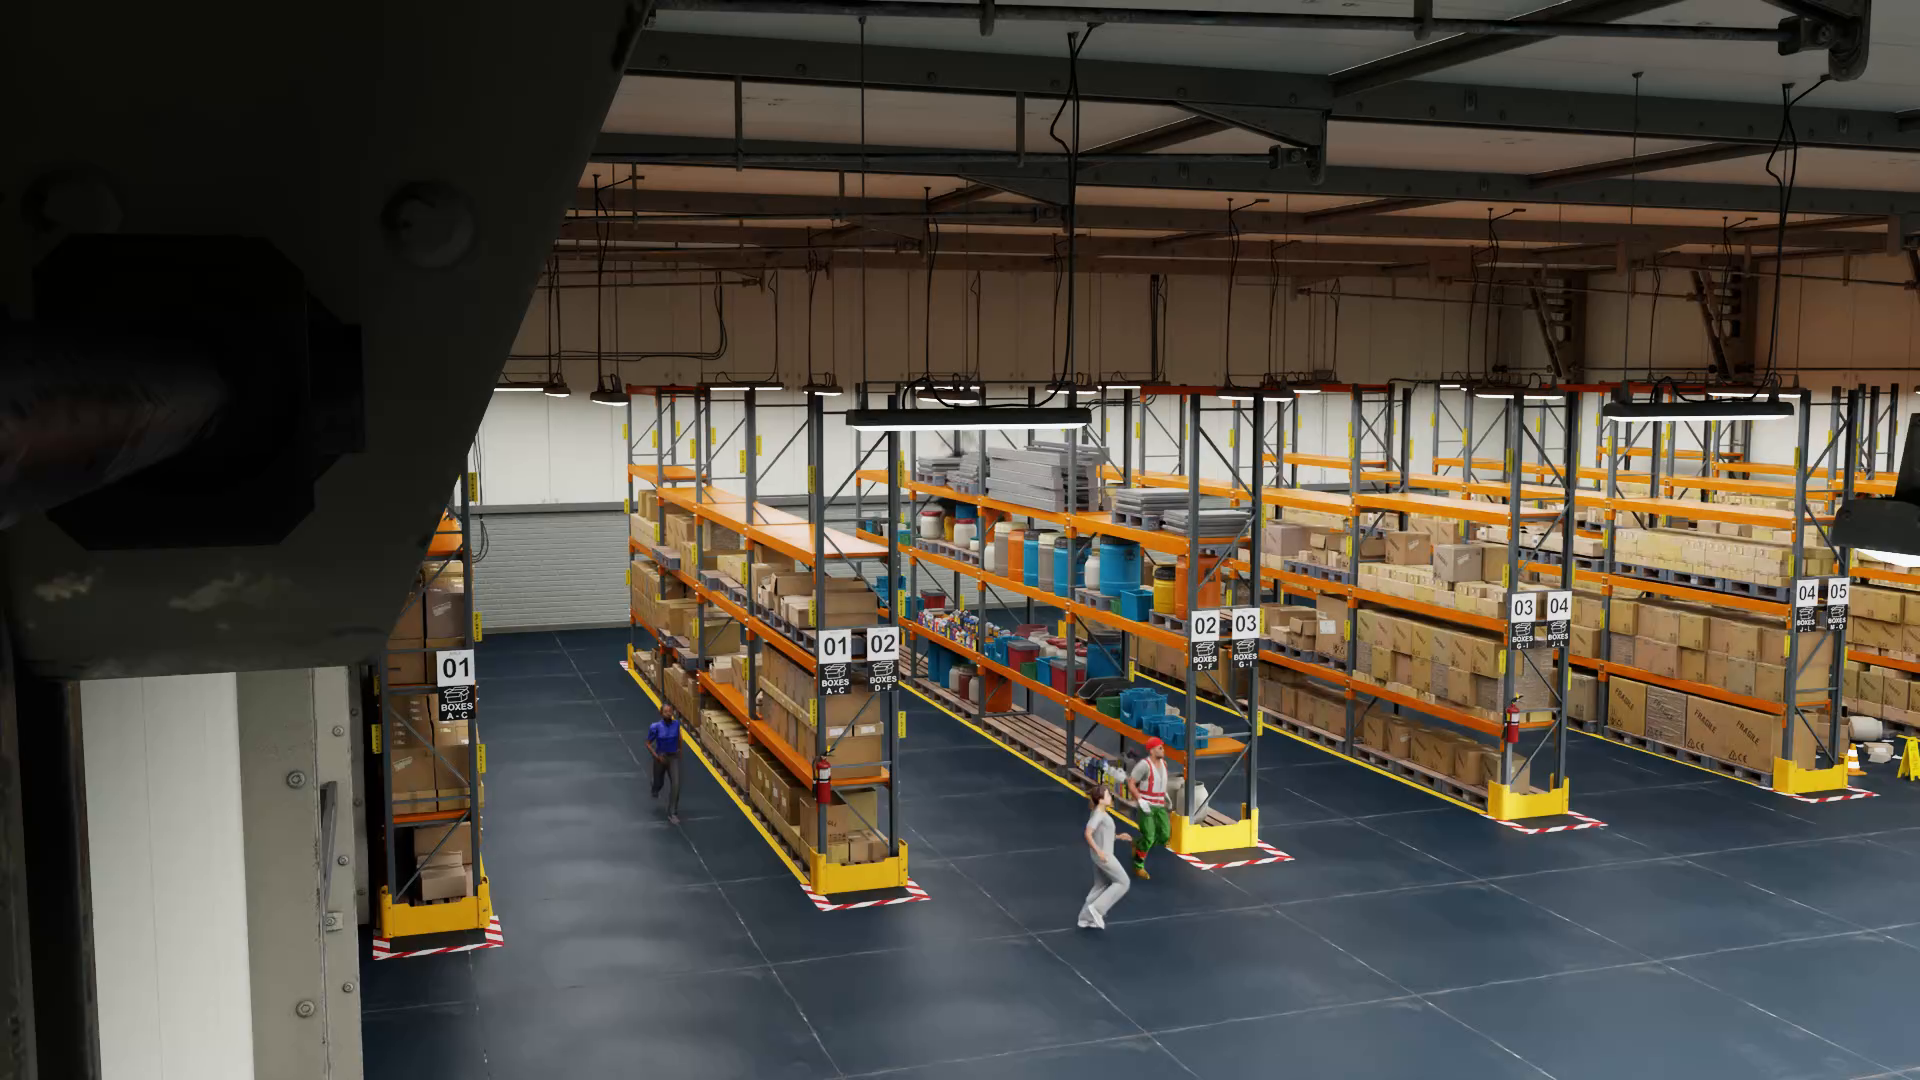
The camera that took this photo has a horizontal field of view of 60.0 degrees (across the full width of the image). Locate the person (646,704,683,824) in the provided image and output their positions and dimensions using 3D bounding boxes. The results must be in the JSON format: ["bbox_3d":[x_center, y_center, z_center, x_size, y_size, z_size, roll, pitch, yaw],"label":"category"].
[{"bbox_3d":[-4.161,3.126,23.515,0.557,1.643,0.960,-2,6,-22],"label":"person"}]

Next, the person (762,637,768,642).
[{"bbox_3d":[-3.877,1.802,33.957,0.638,1.810,0.726,-4,7,-31],"label":"person"}]

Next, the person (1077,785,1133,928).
[{"bbox_3d":[1.639,3.571,18.730,0.617,1.632,0.545,0,6,-2],"label":"person"}]

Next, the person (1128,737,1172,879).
[{"bbox_3d":[2.399,3.332,20.872,0.714,1.732,0.562,-5,8,-39],"label":"person"}]
